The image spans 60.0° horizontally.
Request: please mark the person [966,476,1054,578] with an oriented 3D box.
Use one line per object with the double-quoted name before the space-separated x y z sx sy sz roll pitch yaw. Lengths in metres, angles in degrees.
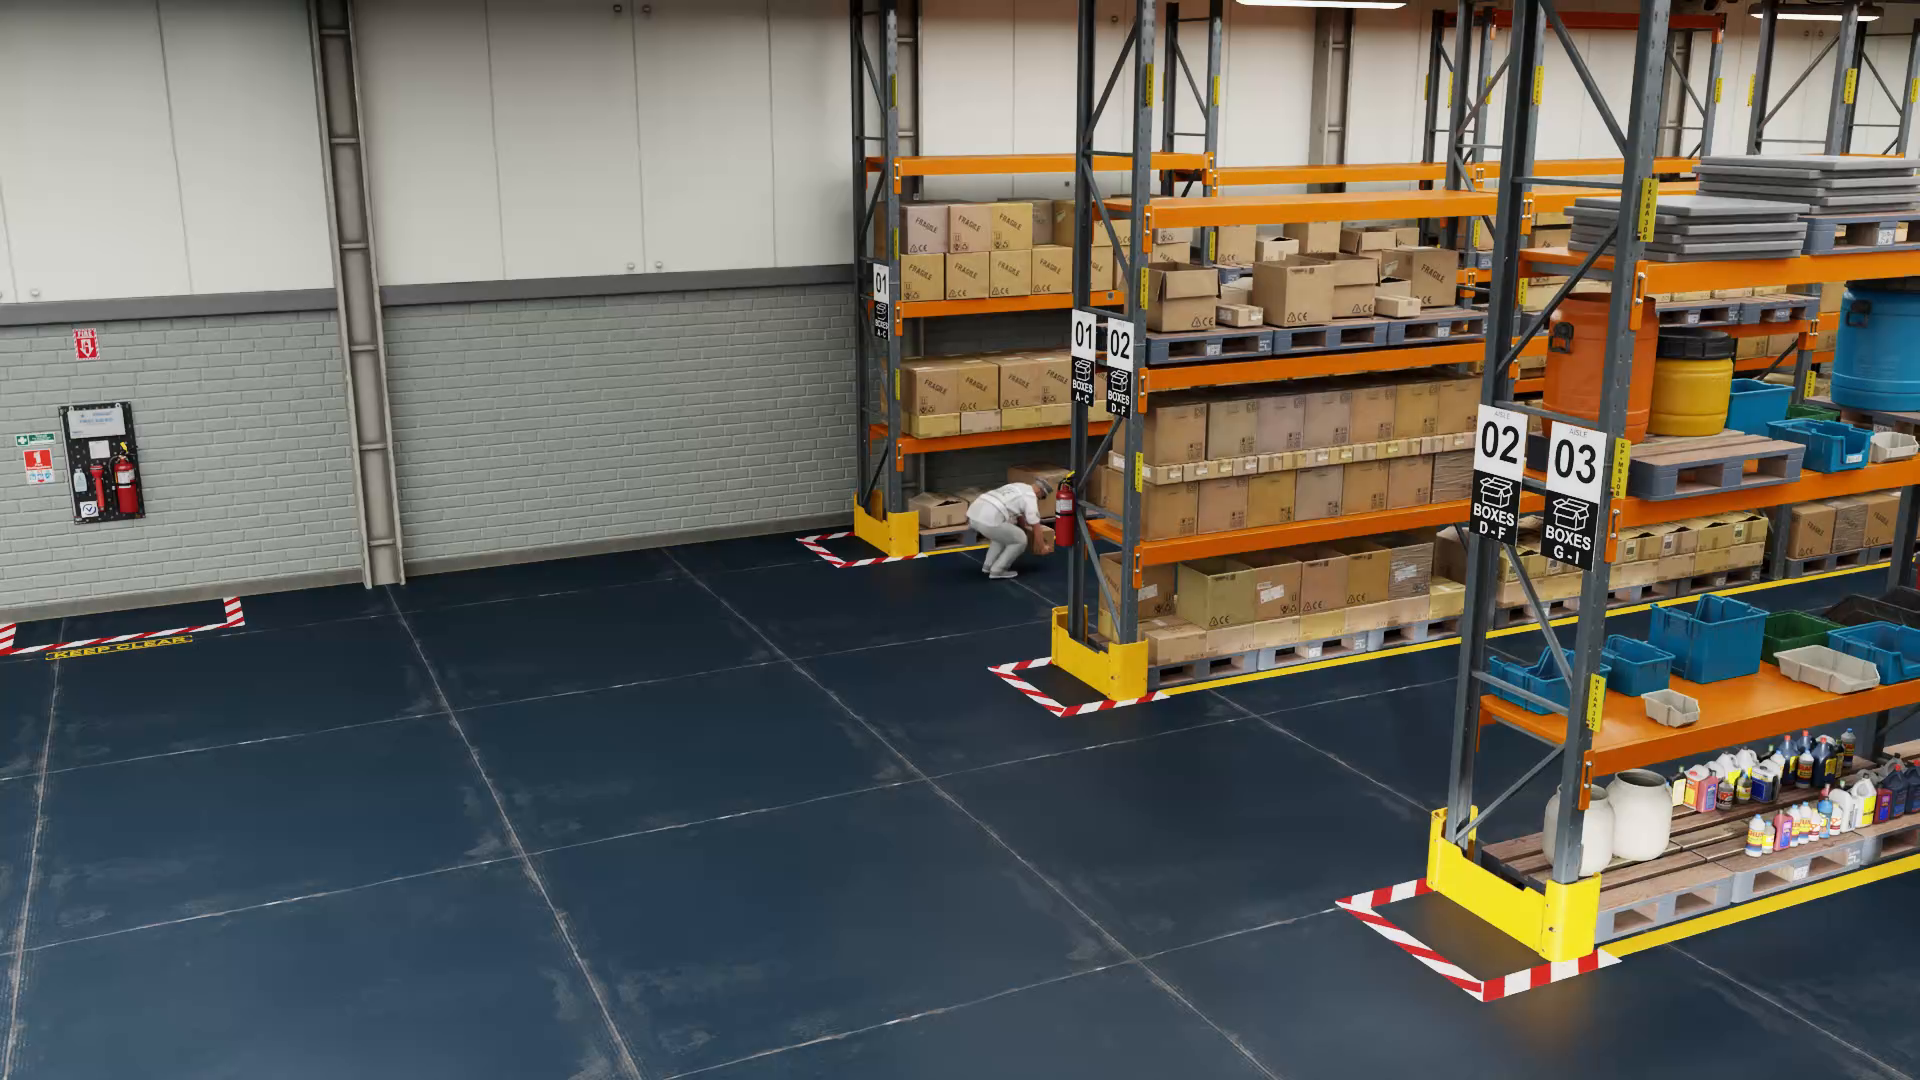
"person" 0.555 -0.142 17.763 1.009 1.021 0.527 -8 17 -27
